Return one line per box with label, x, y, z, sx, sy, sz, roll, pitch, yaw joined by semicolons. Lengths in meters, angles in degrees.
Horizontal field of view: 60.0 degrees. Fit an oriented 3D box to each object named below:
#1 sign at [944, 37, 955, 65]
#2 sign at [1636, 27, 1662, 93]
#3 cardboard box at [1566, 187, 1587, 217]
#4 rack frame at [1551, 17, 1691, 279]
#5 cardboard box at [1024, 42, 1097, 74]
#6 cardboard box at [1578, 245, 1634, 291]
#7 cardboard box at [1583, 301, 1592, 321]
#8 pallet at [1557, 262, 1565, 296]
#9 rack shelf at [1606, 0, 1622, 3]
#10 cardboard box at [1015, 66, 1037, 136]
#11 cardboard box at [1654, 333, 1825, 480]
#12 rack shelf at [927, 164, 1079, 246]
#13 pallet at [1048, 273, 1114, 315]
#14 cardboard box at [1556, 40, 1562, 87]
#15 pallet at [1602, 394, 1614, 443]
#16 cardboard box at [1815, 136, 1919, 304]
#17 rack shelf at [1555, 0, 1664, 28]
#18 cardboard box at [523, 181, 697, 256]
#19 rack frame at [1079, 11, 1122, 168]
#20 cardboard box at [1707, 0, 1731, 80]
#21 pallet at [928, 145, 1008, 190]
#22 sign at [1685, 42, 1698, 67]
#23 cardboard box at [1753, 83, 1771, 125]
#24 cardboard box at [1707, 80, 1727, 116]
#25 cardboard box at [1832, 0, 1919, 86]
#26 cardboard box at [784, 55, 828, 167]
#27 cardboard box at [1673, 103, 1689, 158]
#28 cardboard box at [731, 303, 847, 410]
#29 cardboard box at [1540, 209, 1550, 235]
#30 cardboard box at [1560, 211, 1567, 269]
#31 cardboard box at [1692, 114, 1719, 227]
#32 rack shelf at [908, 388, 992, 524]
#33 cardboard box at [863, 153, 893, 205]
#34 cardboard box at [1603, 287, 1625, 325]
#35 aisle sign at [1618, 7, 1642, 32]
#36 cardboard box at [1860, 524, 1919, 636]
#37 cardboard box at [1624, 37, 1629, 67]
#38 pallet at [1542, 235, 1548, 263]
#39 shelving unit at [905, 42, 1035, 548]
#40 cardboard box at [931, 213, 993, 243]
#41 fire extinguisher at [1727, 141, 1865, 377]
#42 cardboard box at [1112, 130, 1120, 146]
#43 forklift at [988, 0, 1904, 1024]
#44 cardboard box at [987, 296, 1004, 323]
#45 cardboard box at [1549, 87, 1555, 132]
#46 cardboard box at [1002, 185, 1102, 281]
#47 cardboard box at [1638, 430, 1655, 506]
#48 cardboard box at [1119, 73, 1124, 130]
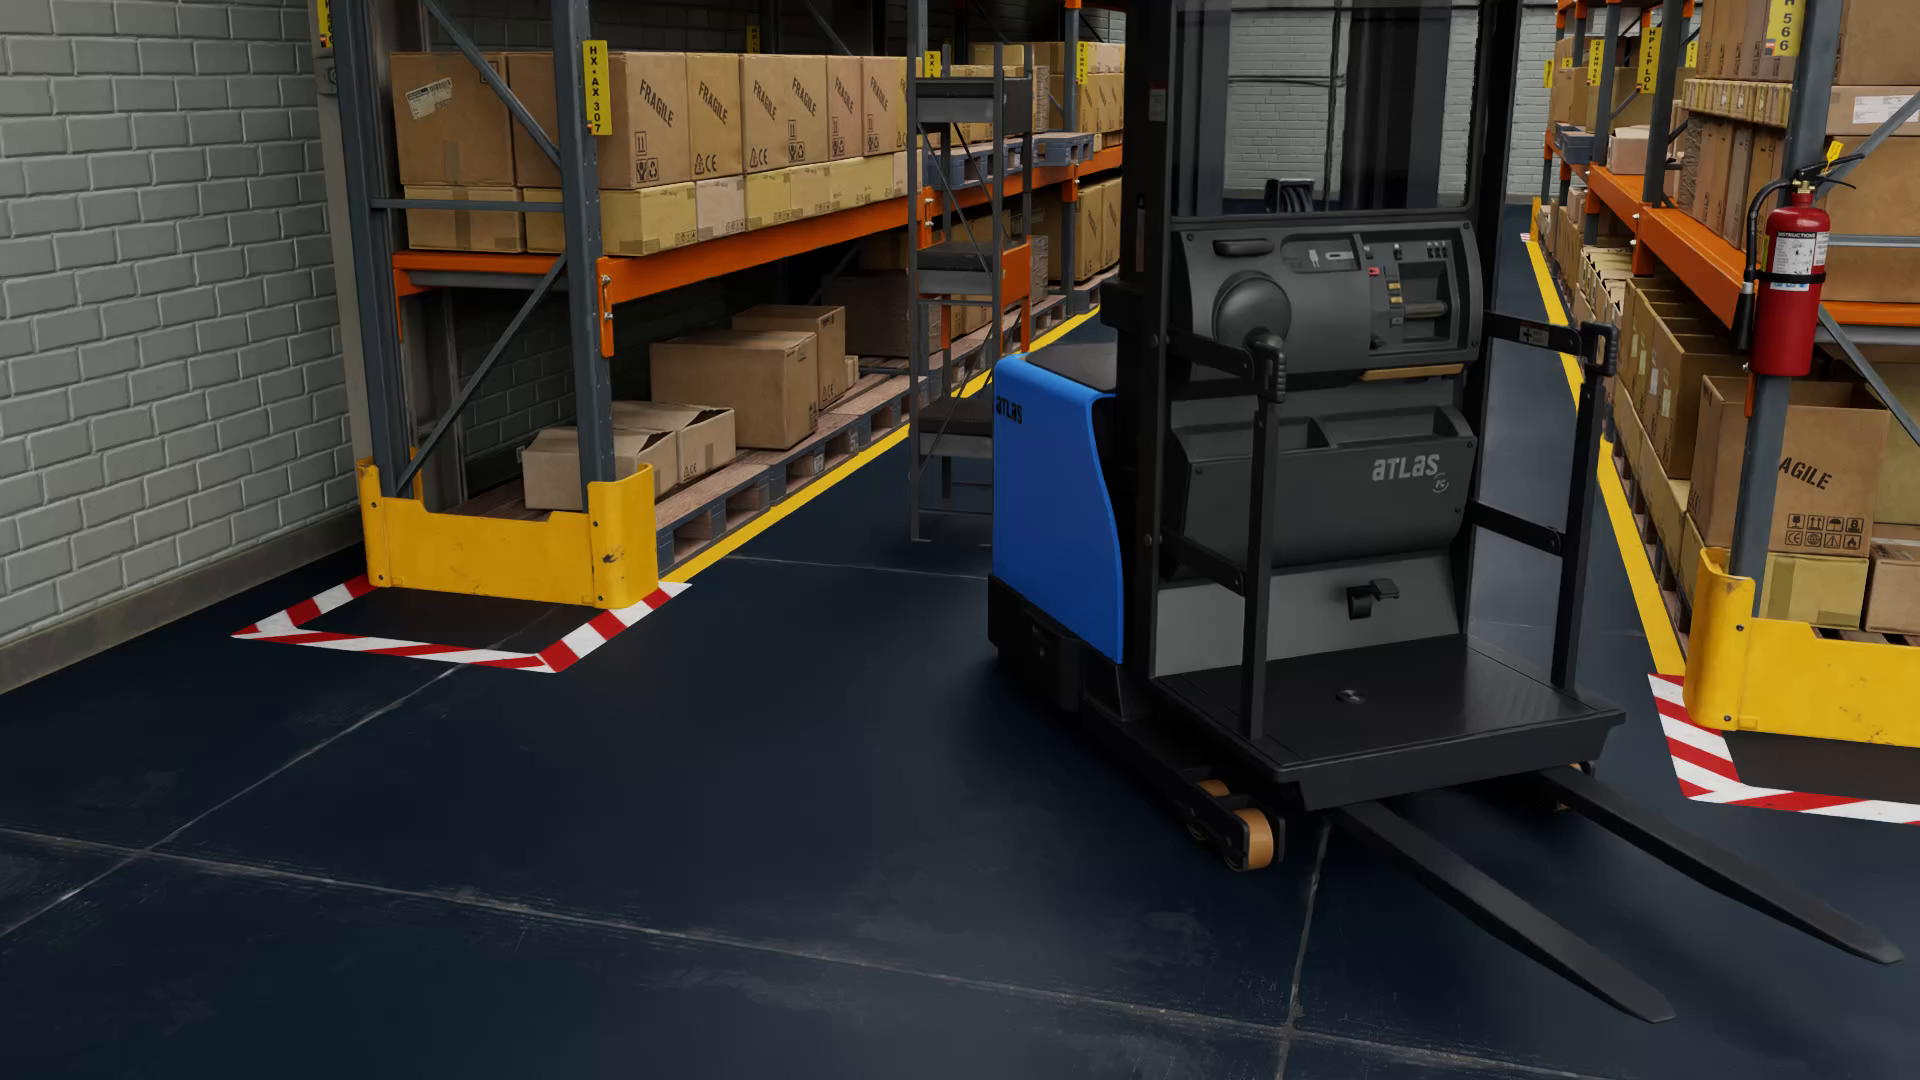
sign;-0.080;-3.935;13.583;0.100;0.325;0.005;5;16;16
sign;3.544;-2.464;8.544;0.100;0.325;0.005;5;16;16
cardboard box;5.685;-2.999;14.808;0.500;0.250;0.500;5;16;16
rack frame;6.340;-3.999;15.931;1.000;3.000;0.127;5;16;16
cardboard box;0.837;-4.003;13.808;0.500;0.250;0.500;5;17;17
cardboard box;4.773;-1.987;12.080;0.500;0.311;0.500;5;17;18
cardboard box;4.489;-1.449;11.211;0.500;0.250;0.500;4;16;14
pallet;6.145;-2.442;15.551;1.003;0.211;1.213;5;16;16
rack shelf;4.635;-3.526;10.085;1.077;0.370;4.000;5;16;16
cardboard box;0.196;-3.323;12.559;0.700;0.500;0.500;3;16;11
cardboard box;3.067;-0.525;6.580;0.500;0.500;0.500;5;16;16
rack shelf;-0.116;-2.466;11.846;1.077;0.370;4.000;5;16;16
pallet;0.749;-2.194;14.679;1.003;0.211;1.213;5;16;16
cardboard box;6.810;-5.211;18.189;0.500;0.500;0.500;5;17;17
pallet;4.239;-0.760;9.622;1.003;0.211;1.213;5;16;16
cardboard box;3.075;-1.029;5.276;0.700;0.500;0.500;5;16;16
rack shelf;6.908;-5.619;17.464;1.077;0.370;4.000;5;16;16
cardboard box;-1.378;-1.283;6.594;0.500;0.250;0.500;4;16;14
rack frame;1.590;-4.382;17.282;1.000;3.000;0.127;5;16;16
cardboard box;3.804;-2.329;7.484;0.700;0.500;0.500;5;16;16
pallet;-0.327;-2.385;10.594;1.003;0.211;1.213;5;16;16
sign;6.873;-4.514;15.624;0.100;0.325;0.005;5;16;16
cardboard box;3.149;-1.604;6.116;0.380;0.149;0.250;5;17;18
cardboard box;3.515;-1.943;7.312;0.380;0.149;0.250;4;16;14
cardboard box;3.090;-1.667;5.147;0.700;0.500;0.500;5;16;16
cardboard box;-0.959;-2.042;7.894;0.500;0.500;0.500;5;17;18
cardboard box;4.450;-2.291;9.728;0.500;0.500;0.500;6;17;20
cardboard box;-0.941;-1.023;9.215;0.500;0.500;0.500;3;16;12
cardboard box;6.766;-3.552;18.589;0.500;0.250;0.500;5;16;16
cardboard box;5.828;-2.760;15.337;0.500;0.500;0.500;5;17;17
cardboard box;3.803;-1.699;7.639;0.700;0.500;0.500;4;16;15
rack shelf;0.047;-0.367;7.390;0.431;0.518;0.480;5;16;16
cardboard box;-0.677;-1.949;8.943;0.500;0.250;0.500;5;17;16
cardboard box;4.049;-1.320;9.727;0.500;0.311;0.500;5;17;17
aisle sign;7.790;-6.290;19.245;0.394;0.787;0.004;5;16;16
cardboard box;3.295;0.138;5.614;0.500;0.250;0.500;5;16;16
cardboard box;6.890;-4.764;16.614;0.500;0.500;0.500;4;16;14
pallet;6.881;-3.157;18.073;1.003;0.211;1.213;5;16;16
shelving unit;0.047;-1.053;7.196;0.431;2.100;0.503;5;16;16
cardboard box;-0.065;-2.234;12.108;0.500;0.250;0.500;5;16;16
fire extinguisher;2.451;-0.827;4.891;0.296;0.674;0.183;5;16;16
cardboard box;1.275;-3.763;15.522;0.380;0.149;0.250;5;17;18
forklift;1.105;-0.680;4.355;1.130;2.935;3.031;-6;17;-20
cardboard box;-0.074;-1.894;12.285;0.700;0.500;0.500;5;16;16
cardboard box;6.956;-4.862;18.792;0.500;0.500;0.500;4;16;15
cardboard box;0.788;-2.686;14.471;0.750;0.750;0.750;4;16;15
cardboard box;3.214;-0.295;7.142;0.500;0.250;0.500;5;16;16
cardboard box;1.277;-4.046;15.334;0.500;0.500;0.500;5;17;17
